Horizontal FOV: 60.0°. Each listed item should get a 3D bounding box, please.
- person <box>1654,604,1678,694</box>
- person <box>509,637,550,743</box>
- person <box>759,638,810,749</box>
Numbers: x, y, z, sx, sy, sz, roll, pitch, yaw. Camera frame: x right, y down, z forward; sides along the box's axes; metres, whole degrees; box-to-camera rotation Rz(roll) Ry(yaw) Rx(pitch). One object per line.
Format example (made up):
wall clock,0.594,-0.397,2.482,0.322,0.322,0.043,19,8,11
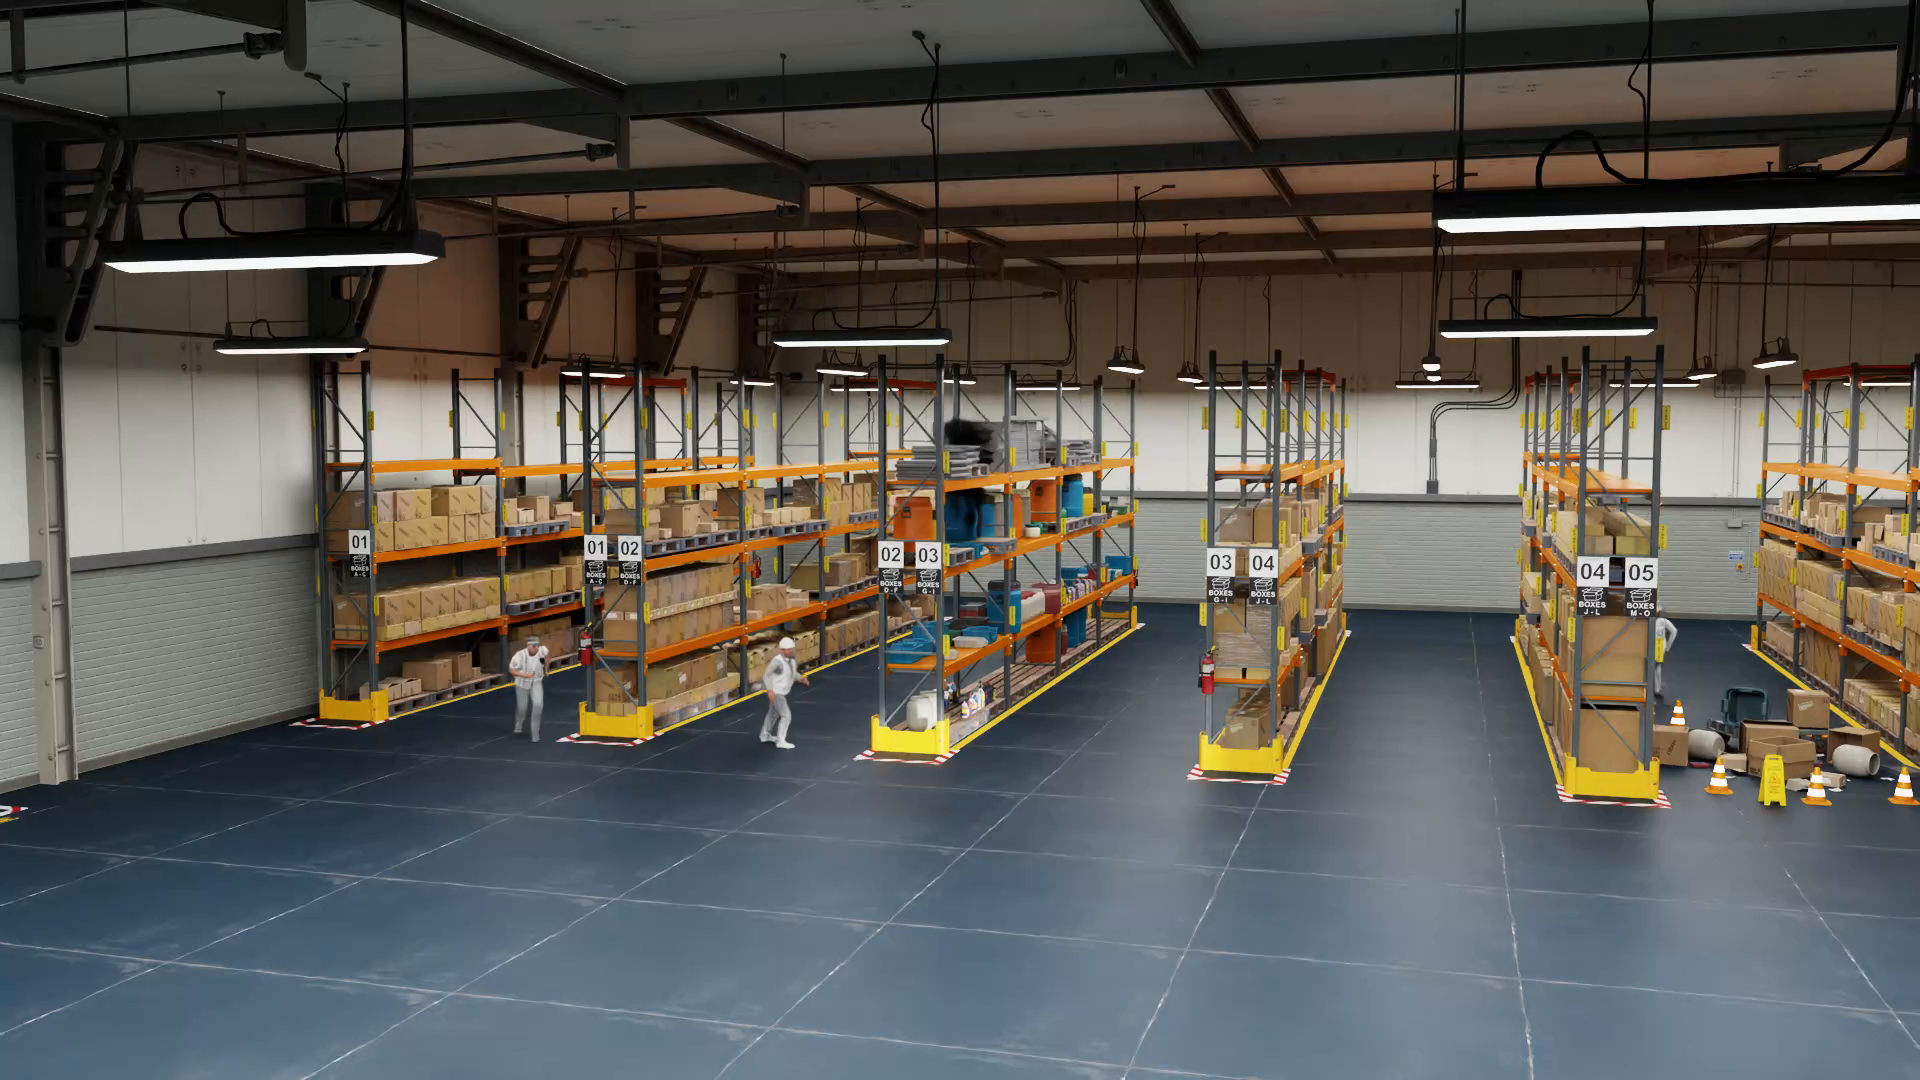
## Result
person,12.769,1.991,30.505,0.646,1.656,0.696,1,4,8
person,-6.803,2.333,26.210,0.693,1.725,1.022,-2,5,-30
person,-2.730,2.331,25.578,0.870,1.710,0.662,1,4,14
